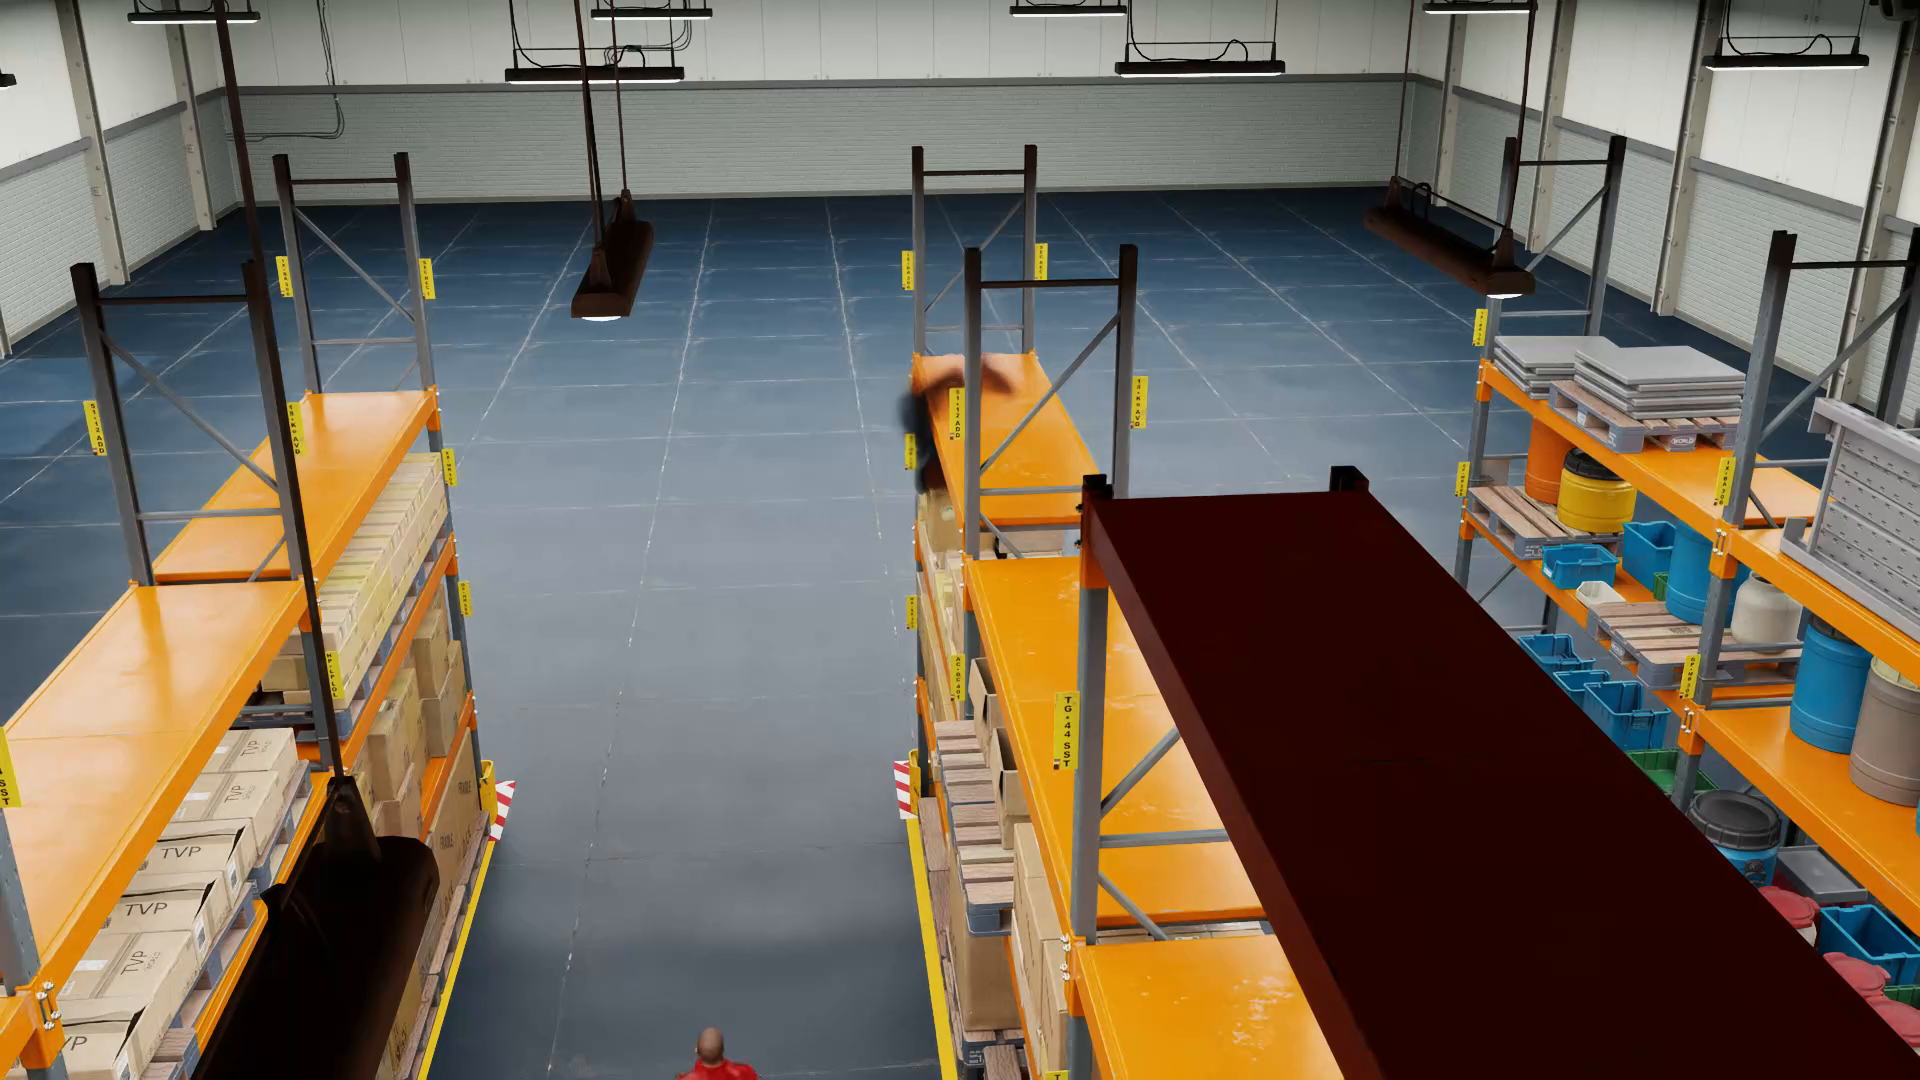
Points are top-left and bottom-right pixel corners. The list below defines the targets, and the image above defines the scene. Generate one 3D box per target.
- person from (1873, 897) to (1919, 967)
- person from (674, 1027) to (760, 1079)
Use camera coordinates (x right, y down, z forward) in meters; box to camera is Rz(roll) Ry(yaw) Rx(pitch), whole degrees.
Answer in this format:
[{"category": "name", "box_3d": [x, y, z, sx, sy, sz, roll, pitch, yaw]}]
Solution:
[{"category": "person", "box_3d": [7.165, 2.862, 12.460, 0.522, 1.460, 0.598, -7, 23, -17]}, {"category": "person", "box_3d": [-1.494, 3.697, 10.113, 0.678, 1.623, 0.917, -5, 22, -13]}]
